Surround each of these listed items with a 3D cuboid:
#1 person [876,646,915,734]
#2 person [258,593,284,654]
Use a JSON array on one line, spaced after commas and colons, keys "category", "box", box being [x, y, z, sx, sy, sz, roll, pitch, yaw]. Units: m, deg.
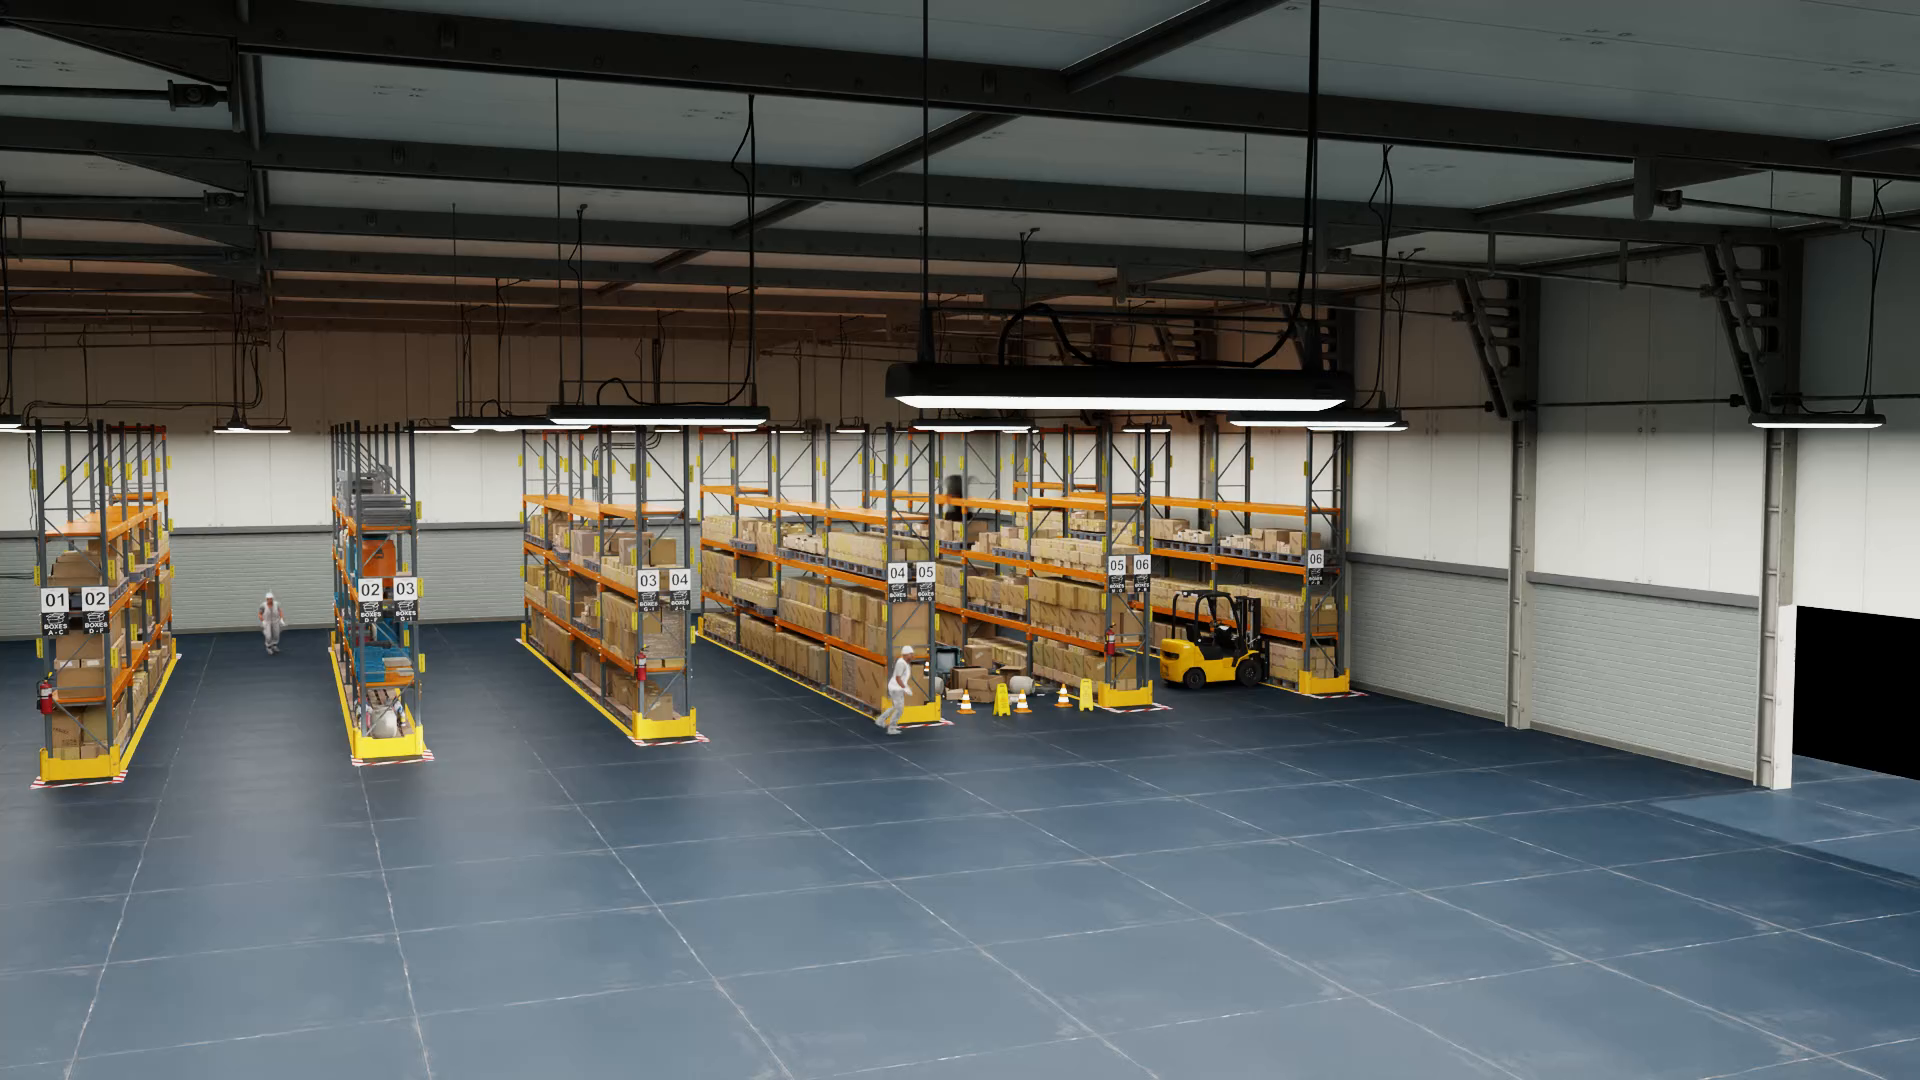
[{"category": "person", "box": [-1.234, 2.877, 31.916, 0.767, 1.715, 0.654, 0, 4, 2]}, {"category": "person", "box": [-18.045, 2.176, 43.521, 0.642, 1.653, 0.848, -3, 5, -40]}]
